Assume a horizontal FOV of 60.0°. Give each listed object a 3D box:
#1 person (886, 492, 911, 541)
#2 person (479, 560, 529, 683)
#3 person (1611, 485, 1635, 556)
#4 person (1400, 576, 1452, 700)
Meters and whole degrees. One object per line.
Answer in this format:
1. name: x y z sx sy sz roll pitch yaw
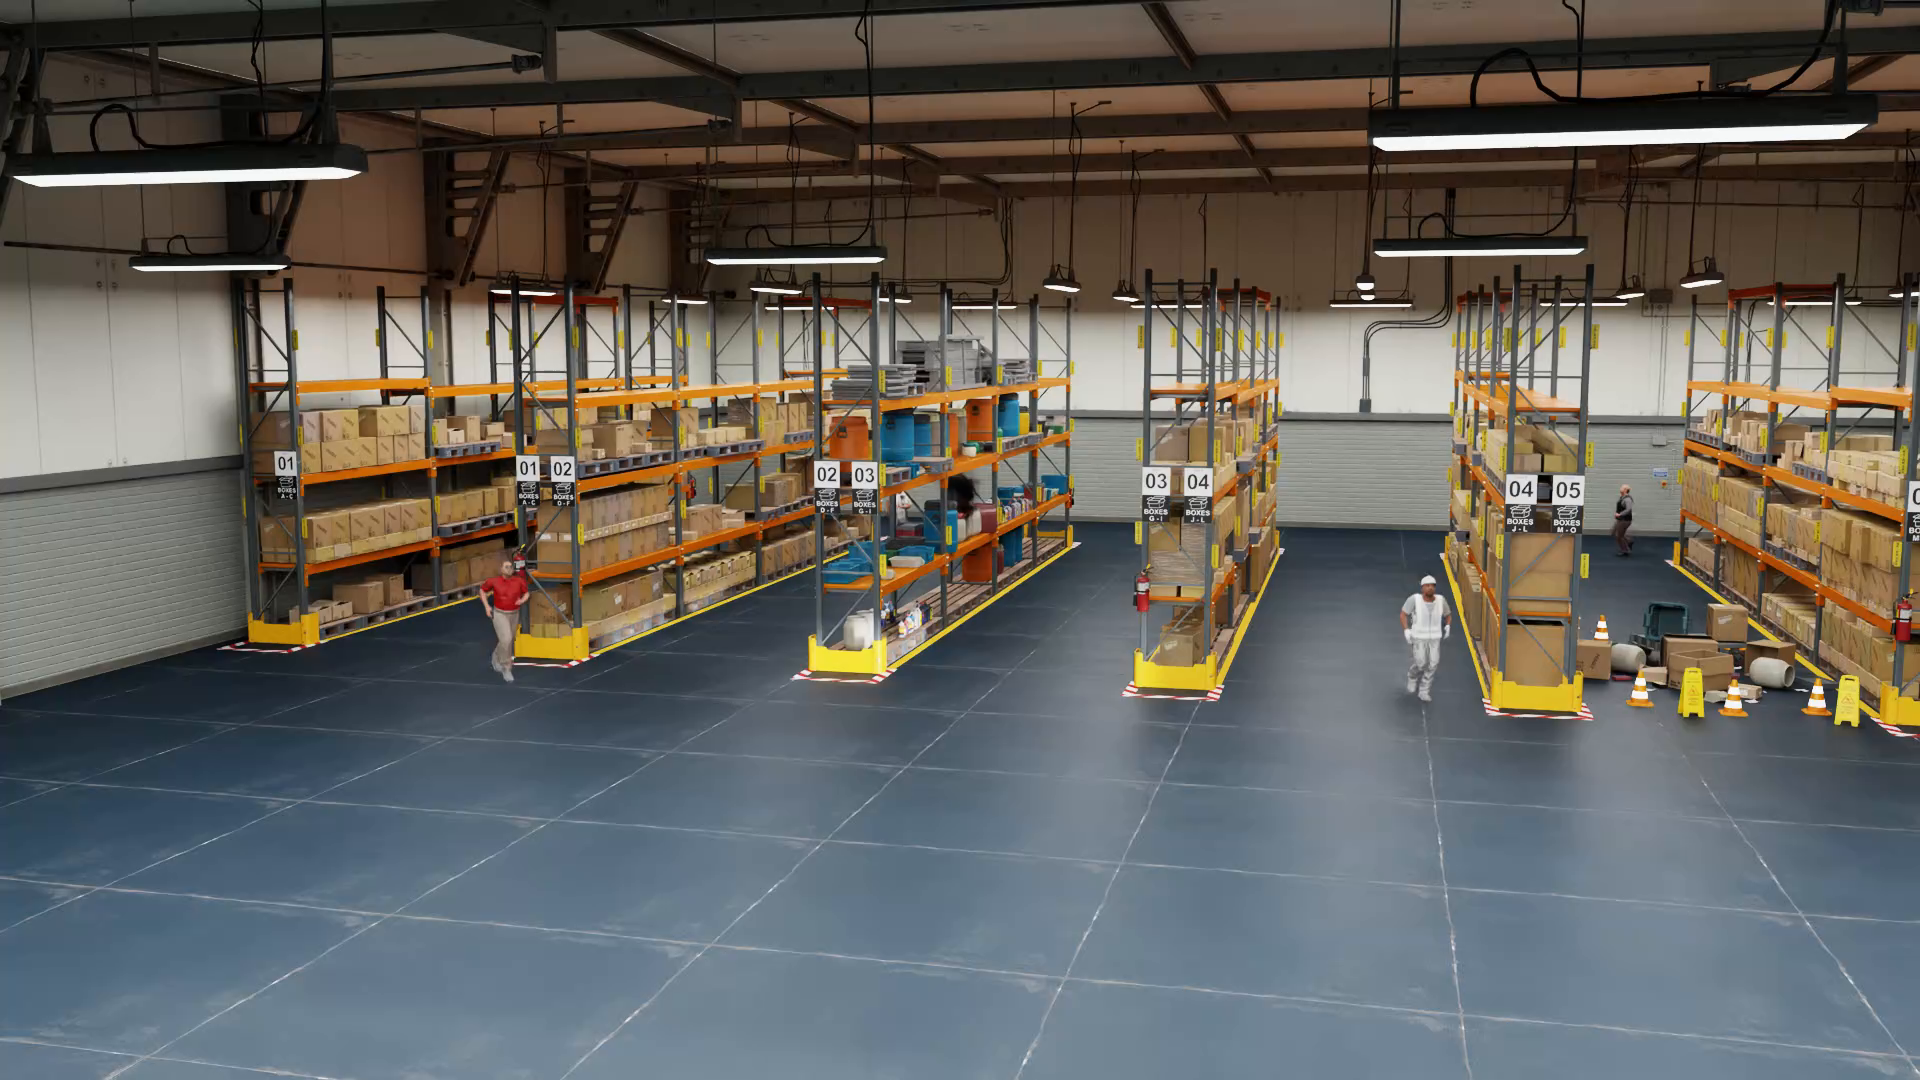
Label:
1. person: -1.438 -0.491 38.603 0.635 1.850 0.755 1 7 7
2. person: -6.750 1.175 24.792 0.658 1.764 0.872 -7 10 -44
3. person: 15.442 -0.455 38.641 0.534 1.679 0.688 2 7 15
4. person: 6.512 1.367 23.165 0.682 1.746 0.540 0 7 -2
